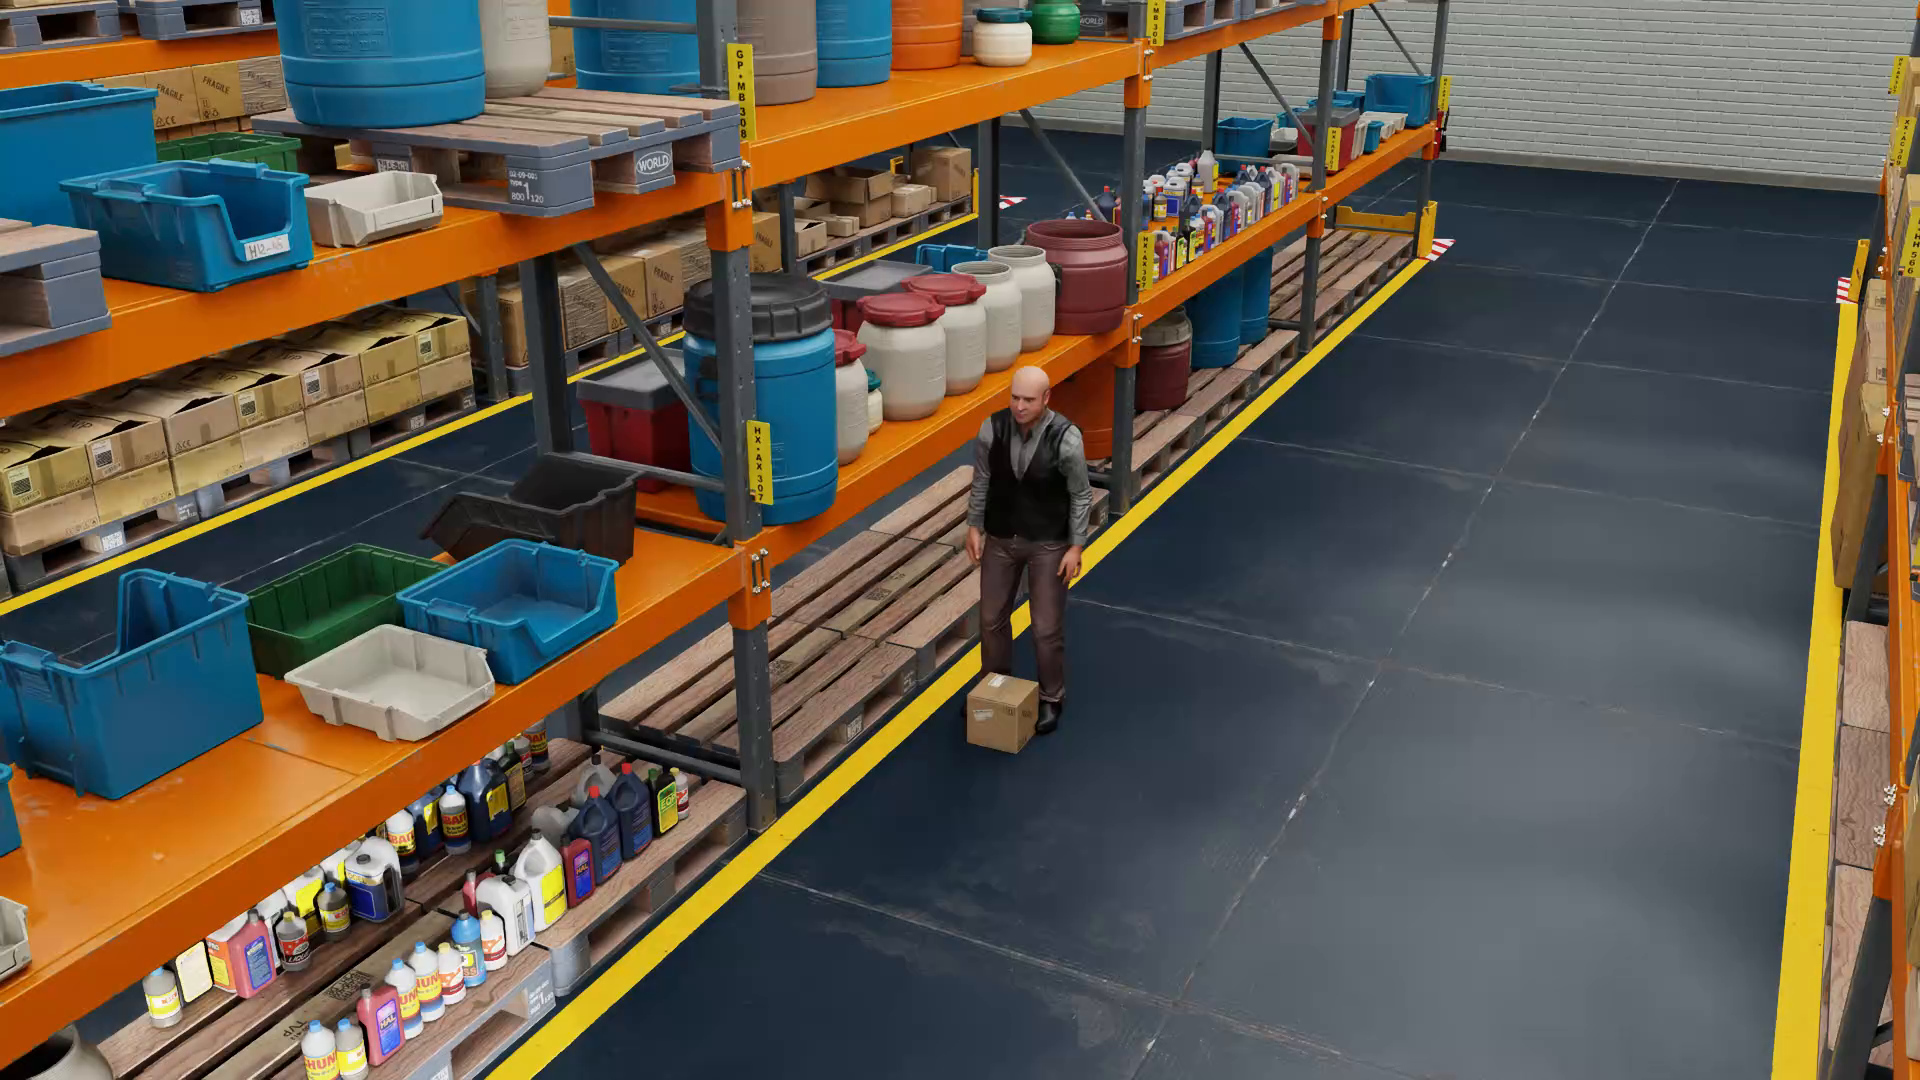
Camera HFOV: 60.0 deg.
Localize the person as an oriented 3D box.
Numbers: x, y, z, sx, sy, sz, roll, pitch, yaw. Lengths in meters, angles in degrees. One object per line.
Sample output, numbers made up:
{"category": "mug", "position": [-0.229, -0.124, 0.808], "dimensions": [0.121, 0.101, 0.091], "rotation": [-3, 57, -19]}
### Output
{"category": "person", "position": [0.312, 0.014, 7.592], "dimensions": [0.581, 1.720, 0.417], "rotation": [10, 25, 22]}
